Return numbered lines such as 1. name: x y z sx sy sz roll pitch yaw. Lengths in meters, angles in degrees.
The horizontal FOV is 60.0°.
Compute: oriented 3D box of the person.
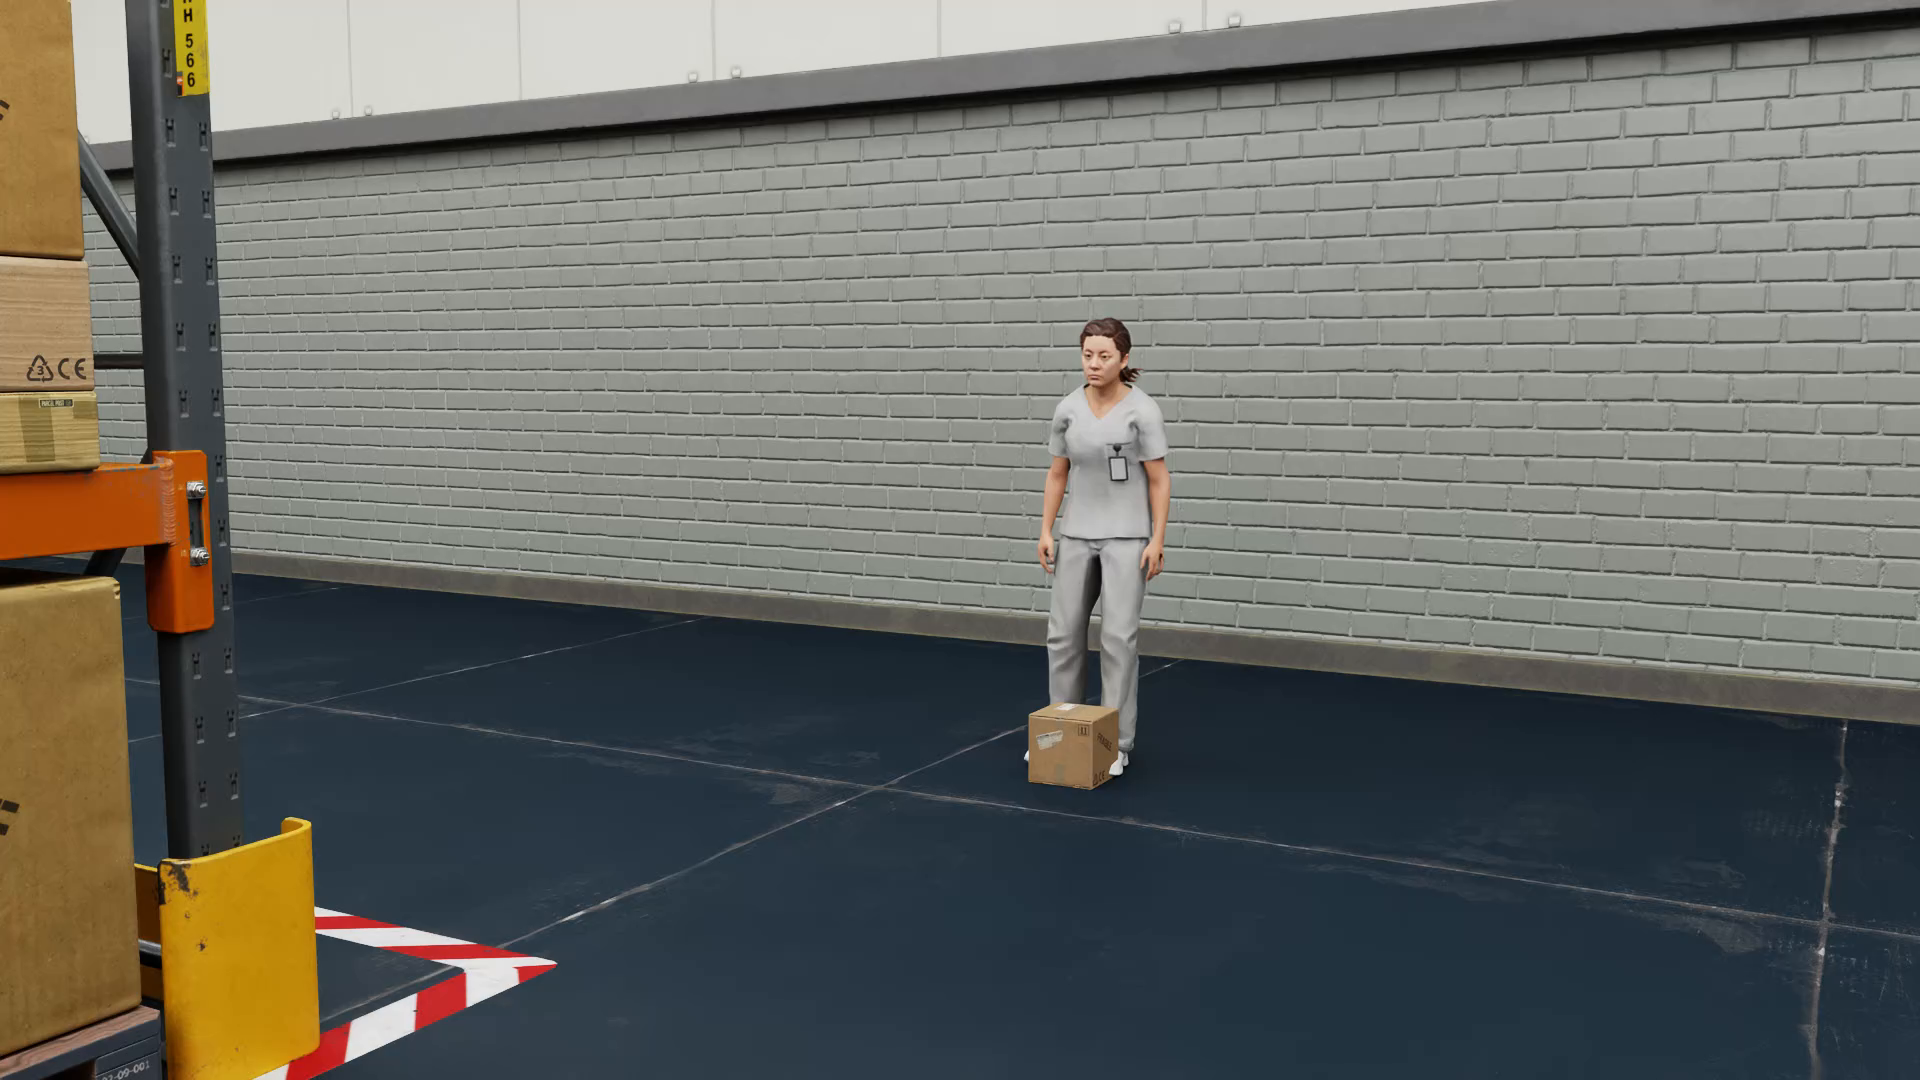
1. person: 0.516 0.018 6.165 0.511 1.673 0.407 3 7 26
